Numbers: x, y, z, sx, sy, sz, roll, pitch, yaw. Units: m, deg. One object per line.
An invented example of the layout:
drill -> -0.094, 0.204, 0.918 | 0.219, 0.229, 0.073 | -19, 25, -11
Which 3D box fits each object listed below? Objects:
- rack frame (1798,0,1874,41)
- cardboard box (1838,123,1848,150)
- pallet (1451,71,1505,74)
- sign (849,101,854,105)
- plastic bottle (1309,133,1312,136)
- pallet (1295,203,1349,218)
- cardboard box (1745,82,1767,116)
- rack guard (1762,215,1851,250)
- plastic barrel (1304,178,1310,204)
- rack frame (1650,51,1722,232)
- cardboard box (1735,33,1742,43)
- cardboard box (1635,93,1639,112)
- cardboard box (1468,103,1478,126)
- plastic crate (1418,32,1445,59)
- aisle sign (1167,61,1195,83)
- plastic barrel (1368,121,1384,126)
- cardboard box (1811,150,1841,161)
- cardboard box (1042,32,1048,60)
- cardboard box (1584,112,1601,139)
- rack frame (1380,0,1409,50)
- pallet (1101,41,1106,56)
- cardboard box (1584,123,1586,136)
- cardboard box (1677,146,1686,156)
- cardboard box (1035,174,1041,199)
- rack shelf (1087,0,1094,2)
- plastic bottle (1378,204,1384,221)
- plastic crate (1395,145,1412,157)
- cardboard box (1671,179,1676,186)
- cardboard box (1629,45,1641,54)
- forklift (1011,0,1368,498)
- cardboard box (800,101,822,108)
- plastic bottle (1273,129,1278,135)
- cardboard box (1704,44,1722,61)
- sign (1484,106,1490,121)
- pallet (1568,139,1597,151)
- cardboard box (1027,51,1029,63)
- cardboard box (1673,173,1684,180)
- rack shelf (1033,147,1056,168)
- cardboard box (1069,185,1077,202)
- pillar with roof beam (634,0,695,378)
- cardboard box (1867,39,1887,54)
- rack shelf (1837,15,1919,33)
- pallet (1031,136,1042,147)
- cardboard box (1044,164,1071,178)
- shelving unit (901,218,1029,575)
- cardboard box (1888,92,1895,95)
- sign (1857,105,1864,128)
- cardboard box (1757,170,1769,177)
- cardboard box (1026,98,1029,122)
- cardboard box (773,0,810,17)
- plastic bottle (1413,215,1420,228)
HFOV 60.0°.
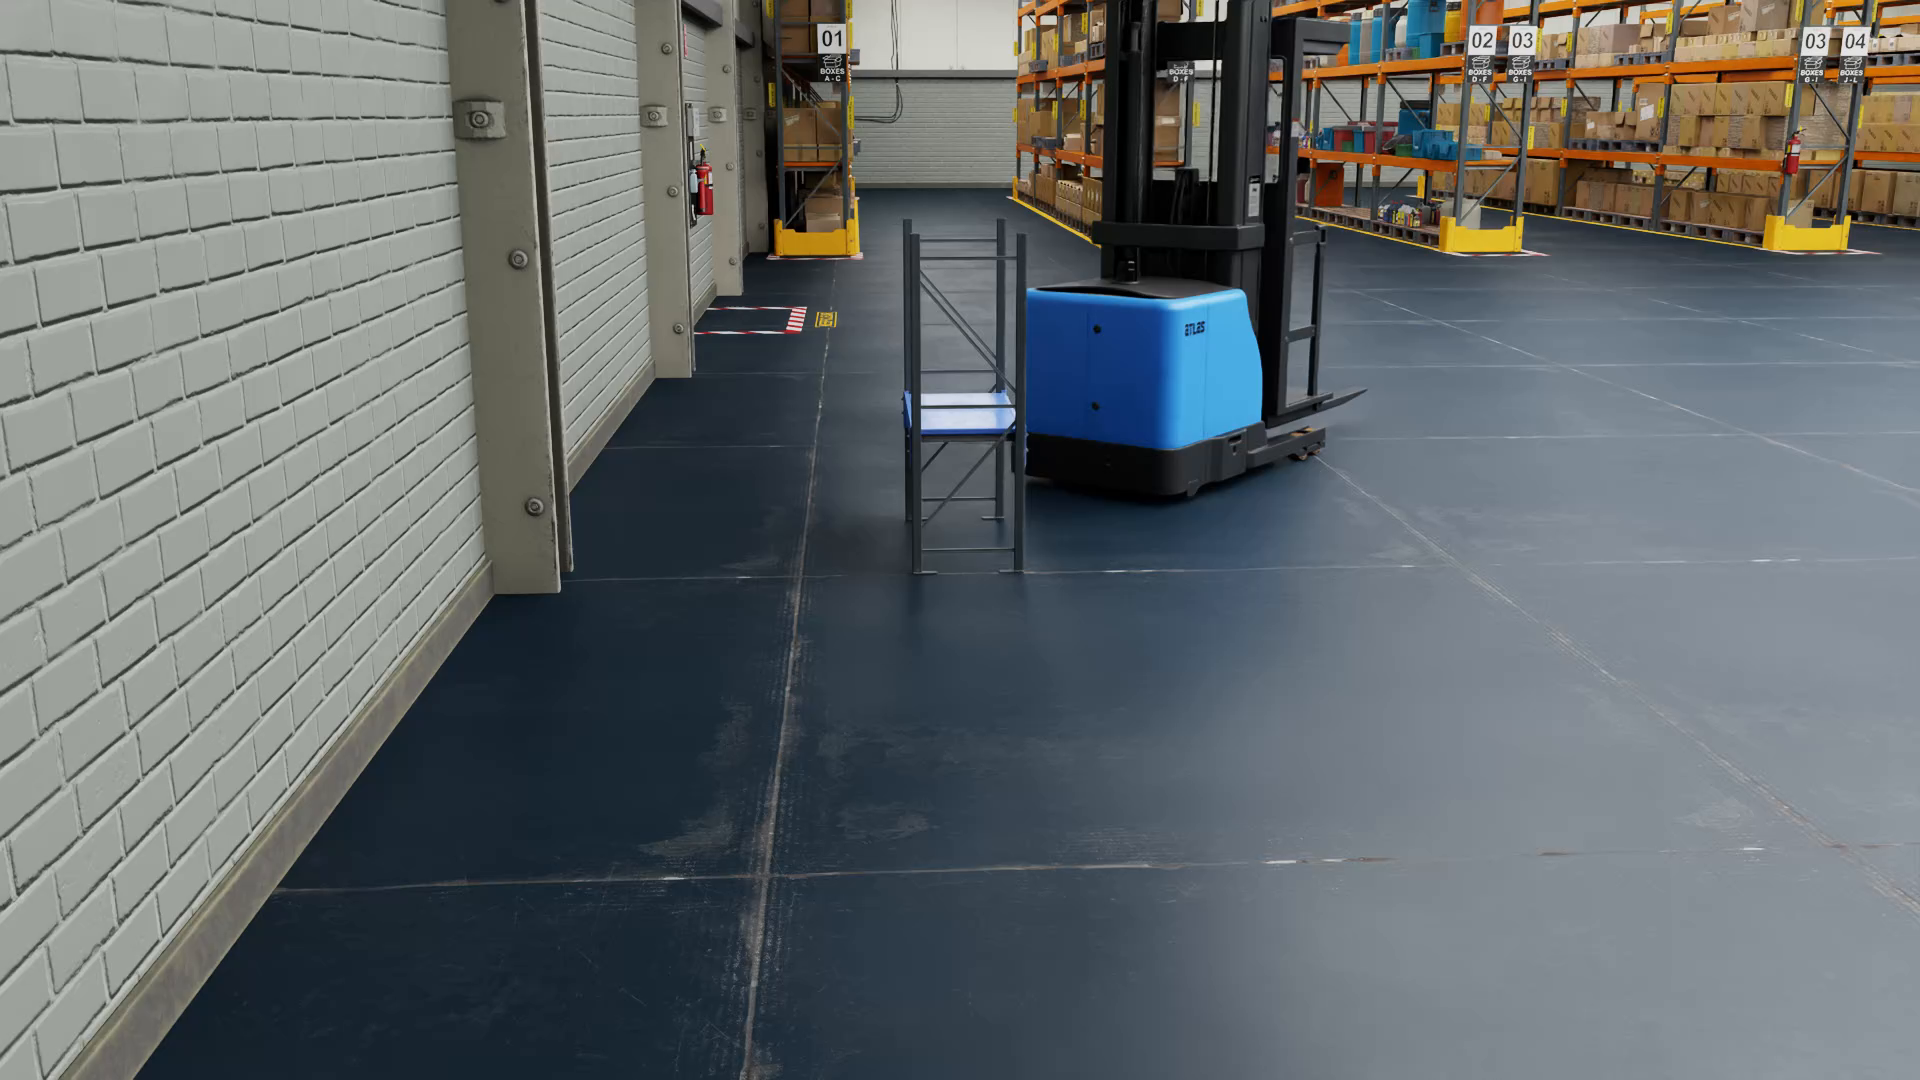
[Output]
rack frame -> 12.733, -8.723, 23.870 | 1.000, 3.000, 0.127 | -1, 14, -3
cardboard box -> 16.986, -7.665, 31.596 | 0.500, 0.500, 0.500 | -1, 14, -4
pallet -> 11.876, -10.718, 37.822 | 1.003, 0.211, 1.213 | -1, 14, -3
sign -> -2.053, -8.111, 31.366 | 0.100, 0.325, 0.005 | -1, 14, -3
plastic bottle -> 7.323, -8.347, 34.708 | 0.097, 0.271, 0.097 | 0, 14, 0
pallet -> 7.203, -6.576, 33.160 | 1.003, 0.211, 1.213 | -1, 14, -3
cardboard box -> 12.415, -6.752, 25.443 | 0.500, 0.500, 0.500 | -1, 14, -3
rack guard -> 12.728, -4.626, 25.002 | 1.175, 0.500, 0.348 | -1, 14, -3
plastic barrel -> 7.122, -6.990, 33.323 | 0.421, 0.512, 0.421 | 0, 14, 0
rack frame -> 12.485, -6.812, 28.484 | 1.000, 3.000, 0.127 | -1, 14, -3
cardboard box -> 12.360, -7.848, 25.988 | 0.380, 0.149, 0.250 | -2, 15, -6
cardboard box -> 16.461, -10.409, 39.659 | 0.500, 0.500, 0.500 | -1, 14, -4
cardboard box -> 11.667, -9.472, 37.018 | 0.500, 0.500, 0.500 | -1, 14, -3
plastic crate -> 7.371, -7.656, 25.774 | 0.392, 0.384, 0.575 | -1, 14, -3
aisle sign -> 3.155, -6.913, 23.658 | 0.394, 0.787, 0.004 | -1, 14, -3
plastic barrel -> 7.629, -7.333, 30.235 | 0.433, 0.535, 0.433 | 0, 14, 0
cardboard box -> 12.953, -5.771, 24.939 | 0.380, 0.149, 0.250 | -1, 14, -3
cardboard box -> 2.059, -10.277, 34.684 | 0.600, 0.600, 0.600 | -2, 15, -9
cardboard box -> 12.310, -7.925, 31.766 | 0.500, 0.500, 0.500 | -3, 15, -10
rack frame -> 7.541, -9.641, 27.439 | 1.000, 3.000, 0.127 | -1, 14, -3
pallet -> 2.749, -7.556, 25.531 | 1.003, 0.211, 1.213 | -1, 14, -3
cardboard box -> 12.478, -7.981, 32.824 | 0.500, 0.500, 0.500 | 0, 14, -2
cardboard box -> 12.244, -6.509, 27.807 | 0.380, 0.149, 0.250 | -1, 14, -3
cardboard box -> 1.888, -7.528, 35.400 | 0.500, 0.500, 0.500 | -2, 15, -6
rack shelf -> 2.721, -8.526, 25.352 | 1.077, 0.370, 4.000 | -1, 14, -3
plastic bottle -> 7.124, -5.542, 28.137 | 0.097, 0.271, 0.097 | 0, 14, 0
plastic crate -> 7.344, -6.291, 26.884 | 0.450, 0.188, 0.662 | -1, 14, -3
cardboard box -> 16.596, -8.221, 38.240 | 0.380, 0.149, 0.250 | -2, 15, -6
cardboard box -> 12.269, -8.820, 29.893 | 0.380, 0.166, 0.250 | -1, 14, -5
forklift -> 1.551, -1.954, 9.739 | 1.130, 2.935, 3.031 | 10, 18, 35
cardboard box -> -2.881, -8.252, 31.736 | 0.500, 0.250, 0.500 | 0, 14, -2
plastic bottle -> 6.747, -8.599, 35.527 | 0.144, 0.351, 0.185 | -1, 14, -3
cardboard box -> 12.315, -7.821, 26.686 | 0.500, 0.250, 0.500 | -1, 15, -6
sign -> 11.435, -9.251, 36.064 | 0.100, 0.325, 0.005 | -1, 14, -3
pallet -> 12.387, -7.539, 31.692 | 1.213, 0.211, 1.003 | -1, 14, -3
cardboard box -> 1.744, -10.638, 36.629 | 0.500, 0.250, 0.500 | -1, 14, -3
cardboard box -> 16.539, -8.305, 37.970 | 0.380, 0.149, 0.250 | -2, 15, -6
rack shelf -> 2.226, -7.804, 33.782 | 1.077, 0.370, 4.000 | -1, 14, -3
cardboard box -> 2.219, -6.154, 29.473 | 0.500, 0.311, 0.500 | -1, 14, -4
pillar with roof beam -> 2.035, -5.736, 12.262 | 9.100, 9.000, 0.400 | -1, 14, -3
cardboard box -> 17.050, -9.183, 30.933 | 0.500, 0.250, 0.500 | 0, 14, -2
rack shelf -> 21.756, -11.816, 38.136 | 1.077, 0.370, 4.000 | -1, 14, -3
pallet -> 2.042, -8.357, 34.871 | 1.003, 0.211, 1.213 | -1, 14, -3
cardboard box -> 1.982, -7.518, 33.855 | 0.500, 0.250, 0.500 | -1, 14, -4
shelving unit -> 0.005, -0.705, 7.757 | 0.538, 1.500, 1.048 | -1, 14, -3
cardboard box -> 21.527, -10.192, 38.111 | 0.380, 0.149, 0.250 | -1, 14, -5
sign -> 13.274, -6.245, 24.542 | 0.100, 0.325, 0.005 | -1, 14, -3
cardboard box -> 16.832, -7.633, 34.341 | 0.500, 0.250, 0.500 | -1, 14, -2
cardboard box -> 1.746, -9.557, 36.944 | 0.500, 0.500, 0.500 | -1, 14, -3
cardboard box -> -2.386, -7.686, 23.614 | 0.500, 0.500, 0.500 | 0, 14, -1
plastic bottle -> 7.238, -5.049, 26.363 | 0.097, 0.201, 0.097 | 0, 14, 0
